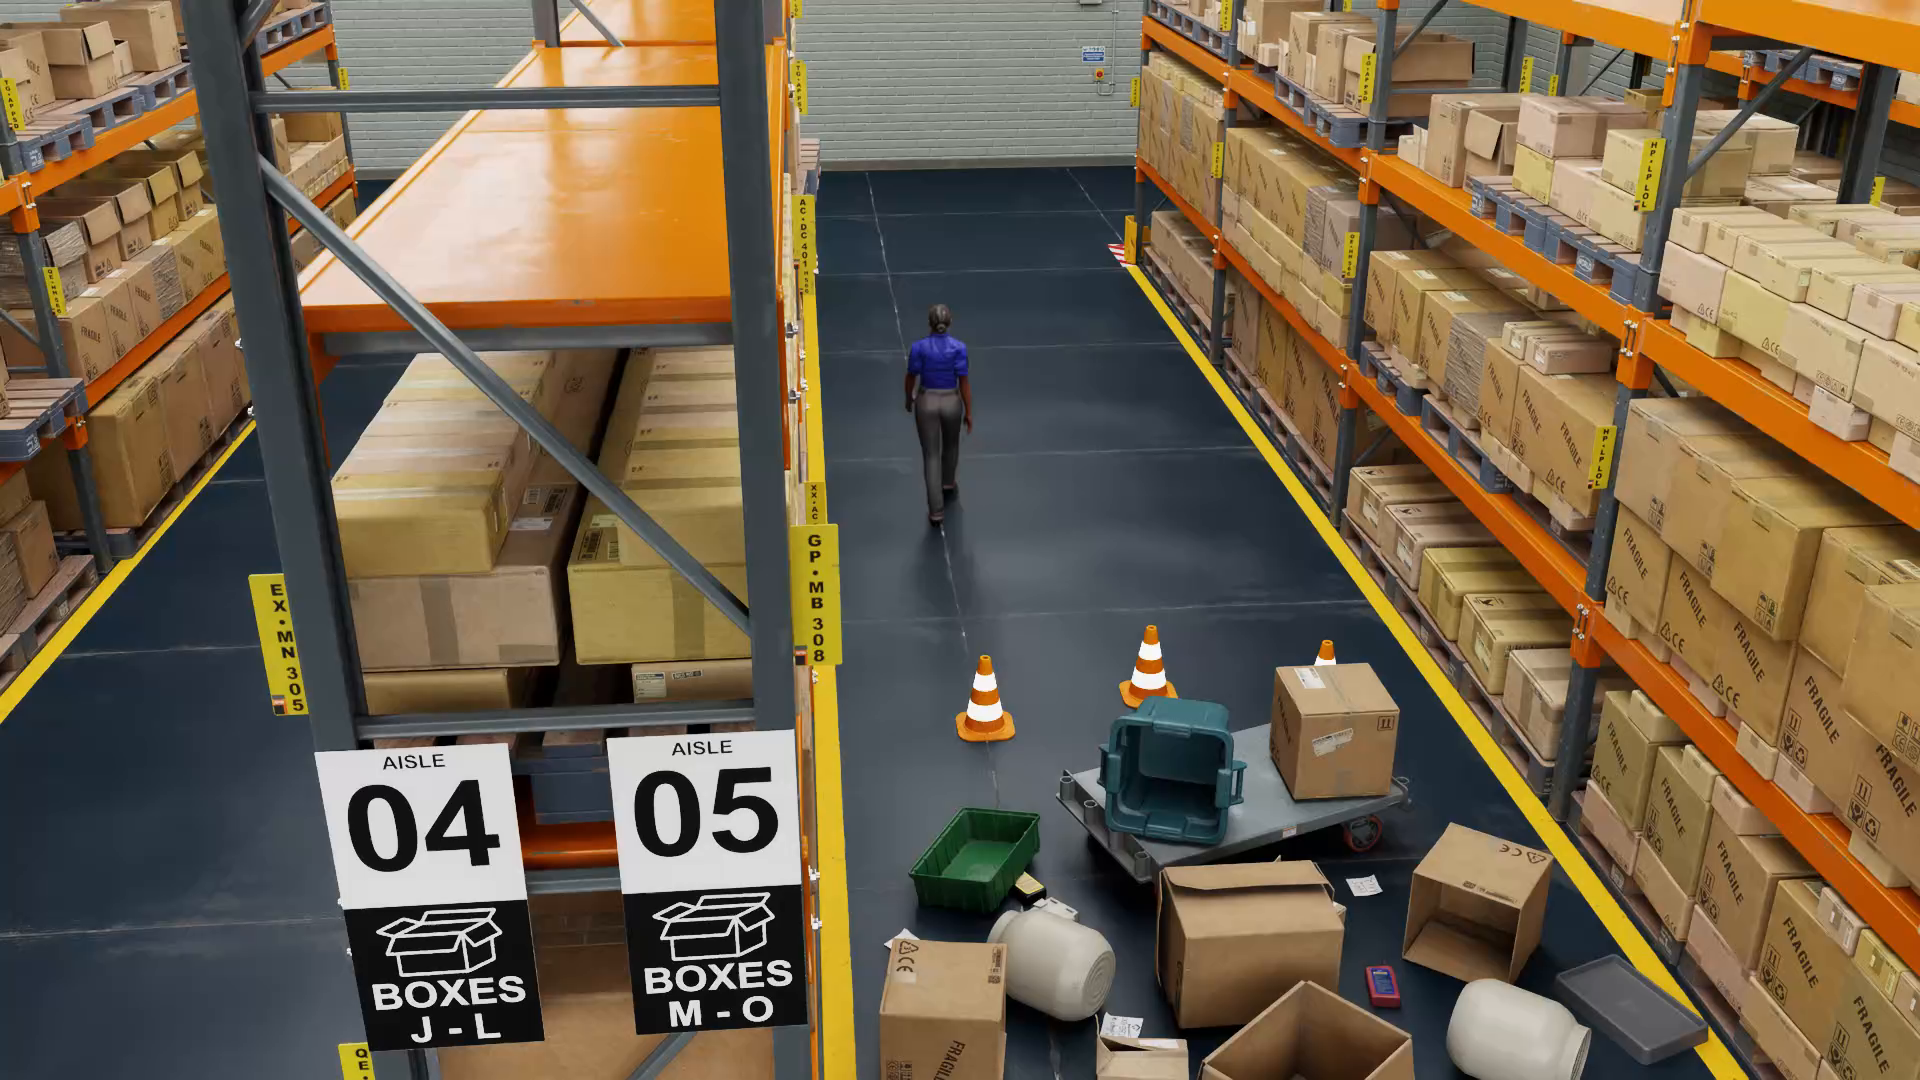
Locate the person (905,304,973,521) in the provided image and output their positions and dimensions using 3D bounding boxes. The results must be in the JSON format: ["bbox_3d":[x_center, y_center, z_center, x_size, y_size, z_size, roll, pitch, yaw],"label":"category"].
[{"bbox_3d":[-0.176,-1.027,12.609,0.485,1.633,0.872,-3,24,-7],"label":"person"}]
